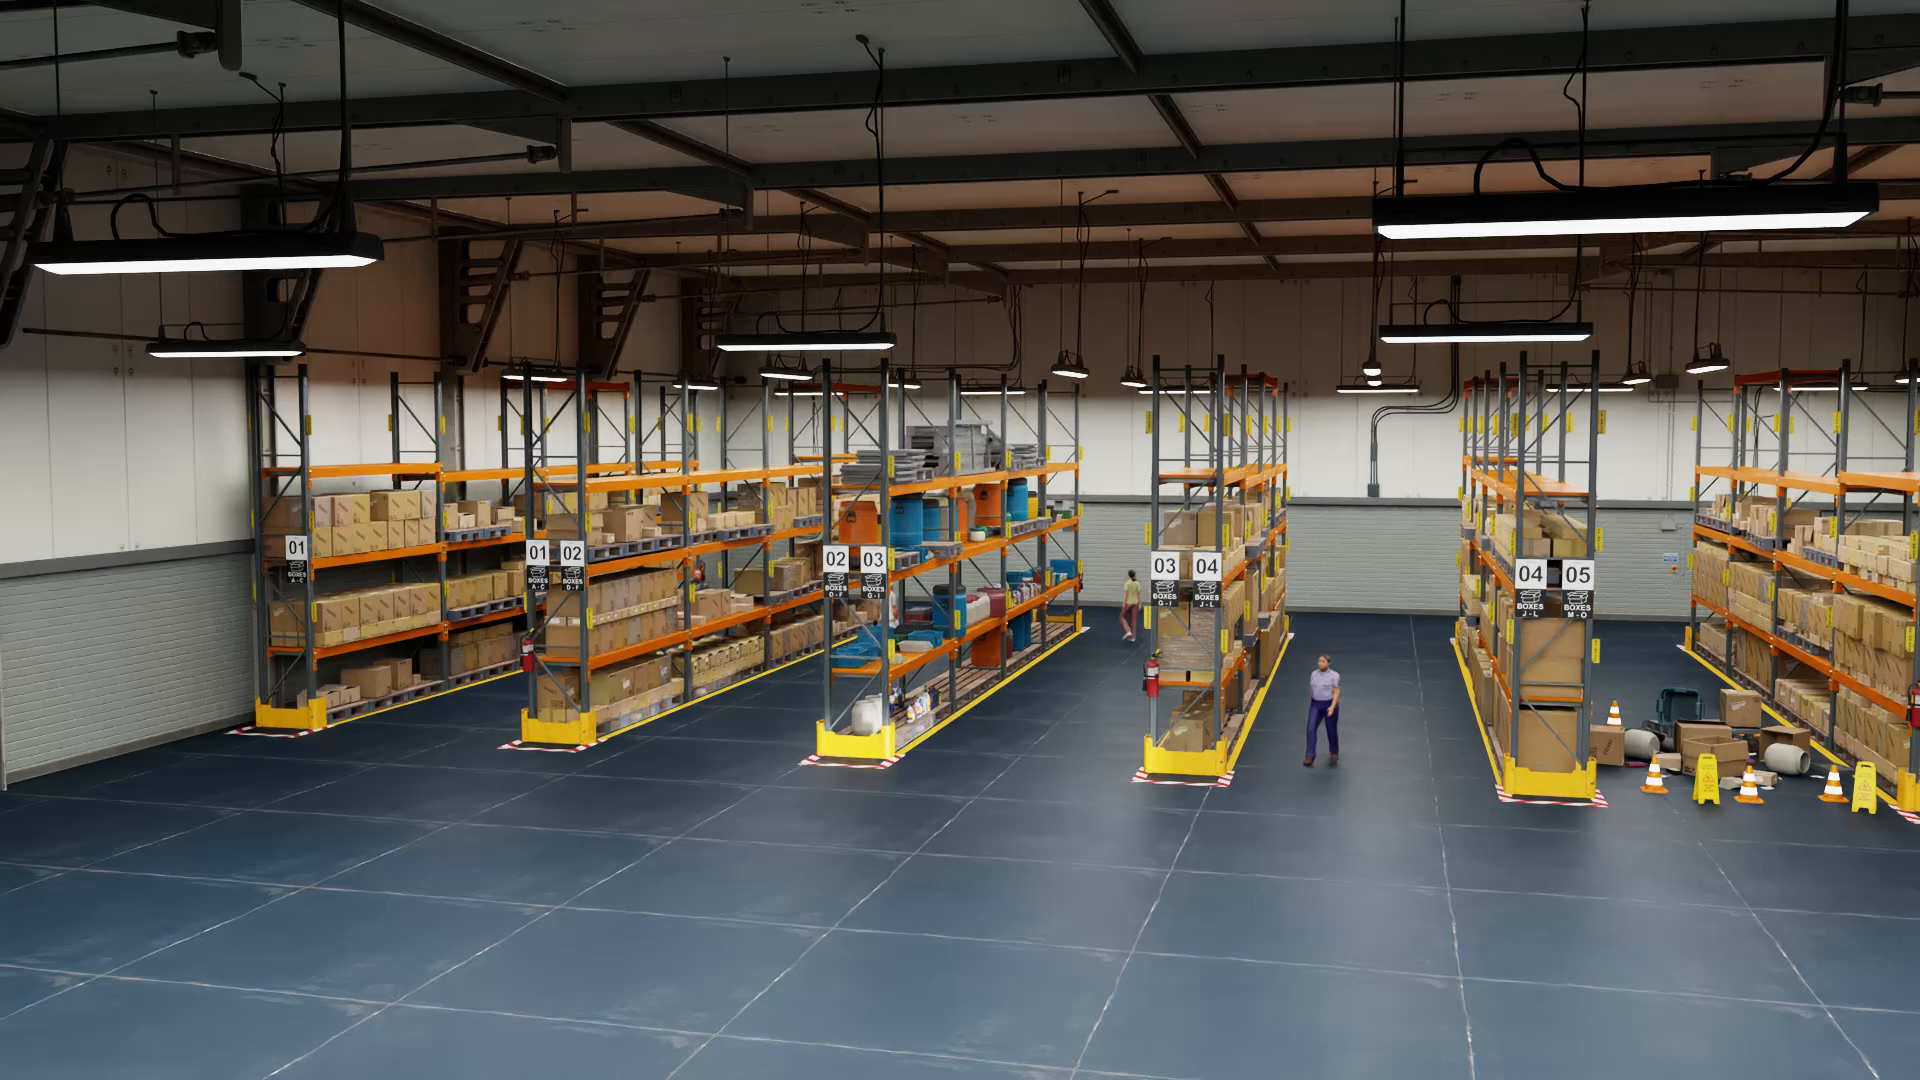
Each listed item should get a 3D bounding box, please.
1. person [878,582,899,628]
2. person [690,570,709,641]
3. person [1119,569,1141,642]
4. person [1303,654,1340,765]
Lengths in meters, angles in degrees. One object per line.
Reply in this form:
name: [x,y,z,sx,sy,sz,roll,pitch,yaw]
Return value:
person: [-1.524,1.702,35.014,0.595,1.790,0.515,4,5,44]
person: [-6.065,1.530,38.195,0.528,1.669,1.084,1,4,11]
person: [3.962,1.516,38.464,0.496,1.670,0.465,-2,4,-23]
person: [5.356,2.487,24.556,0.493,1.604,0.903,2,5,31]
